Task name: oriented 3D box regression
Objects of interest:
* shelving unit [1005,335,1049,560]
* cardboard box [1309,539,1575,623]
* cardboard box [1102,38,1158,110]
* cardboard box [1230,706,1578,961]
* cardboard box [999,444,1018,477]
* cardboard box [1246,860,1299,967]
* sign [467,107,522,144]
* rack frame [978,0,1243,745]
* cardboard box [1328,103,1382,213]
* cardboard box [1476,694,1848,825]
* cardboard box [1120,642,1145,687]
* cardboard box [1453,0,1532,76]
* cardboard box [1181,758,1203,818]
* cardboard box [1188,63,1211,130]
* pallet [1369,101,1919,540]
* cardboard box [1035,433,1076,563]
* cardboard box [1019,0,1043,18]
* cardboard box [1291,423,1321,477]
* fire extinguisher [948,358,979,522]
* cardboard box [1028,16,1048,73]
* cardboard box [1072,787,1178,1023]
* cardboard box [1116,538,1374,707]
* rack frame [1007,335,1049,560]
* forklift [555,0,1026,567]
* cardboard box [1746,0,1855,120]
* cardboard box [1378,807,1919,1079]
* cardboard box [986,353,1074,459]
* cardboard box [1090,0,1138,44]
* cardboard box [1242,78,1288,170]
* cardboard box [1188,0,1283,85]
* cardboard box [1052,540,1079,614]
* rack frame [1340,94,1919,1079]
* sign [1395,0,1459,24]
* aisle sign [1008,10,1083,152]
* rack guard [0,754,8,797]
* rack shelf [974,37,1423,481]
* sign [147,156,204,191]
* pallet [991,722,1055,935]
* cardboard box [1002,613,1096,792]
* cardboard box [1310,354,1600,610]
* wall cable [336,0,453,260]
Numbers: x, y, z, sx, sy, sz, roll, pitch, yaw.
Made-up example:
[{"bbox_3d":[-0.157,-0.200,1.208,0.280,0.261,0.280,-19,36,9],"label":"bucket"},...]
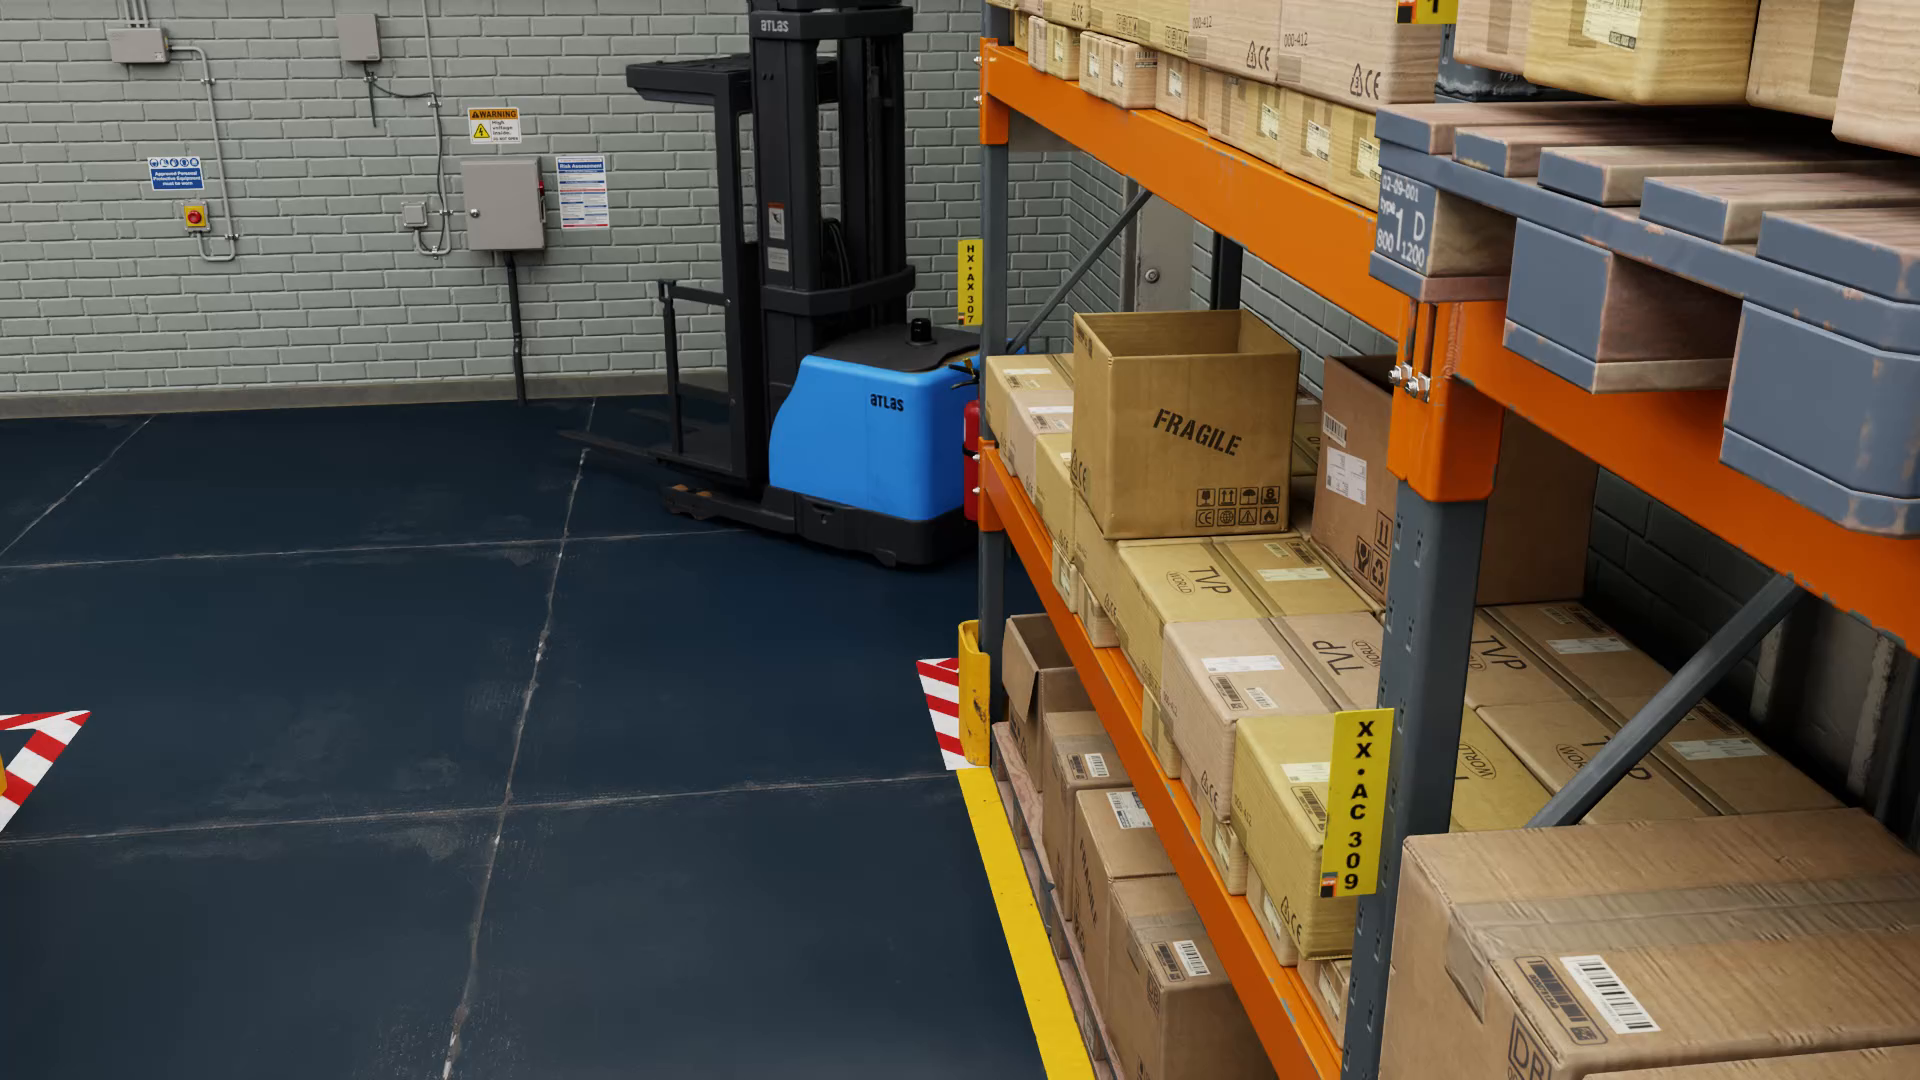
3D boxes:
[{"bbox_3d":[0.312,-0.505,8.853,0.258,1.200,0.189,-12,24,-29],"label":"shelving unit"},{"bbox_3d":[1.200,0.181,4.233,0.500,0.250,0.500,-2,21,-7],"label":"cardboard box"},{"bbox_3d":[0.560,-1.141,4.056,0.380,0.149,0.250,-2,21,-7],"label":"cardboard box"},{"bbox_3d":[0.841,0.554,3.234,0.500,0.250,0.500,-2,21,-6],"label":"cardboard box"},{"bbox_3d":[0.355,-0.352,6.231,0.380,0.149,0.250,-3,21,-8],"label":"cardboard box"},{"bbox_3d":[0.801,0.719,3.364,0.380,0.149,0.250,-2,21,-6],"label":"cardboard box"},{"bbox_3d":[-3.153,-2.808,11.267,0.339,0.242,0.001,-3,21,-8],"label":"sign"},{"bbox_3d":[0.579,-0.597,6.528,1.000,3.000,0.127,-3,21,-8],"label":"rack frame"},{"bbox_3d":[0.811,-0.610,2.633,0.380,0.149,0.250,-3,21,-8],"label":"cardboard box"},{"bbox_3d":[1.351,0.533,3.290,0.500,0.250,0.500,-3,21,-8],"label":"cardboard box"},{"bbox_3d":[0.655,0.272,4.559,0.380,0.149,0.250,-3,21,-8],"label":"cardboard box"},{"bbox_3d":[0.805,-0.620,1.918,0.380,0.149,0.250,-3,21,-7],"label":"cardboard box"},{"bbox_3d":[0.728,0.538,3.849,0.380,0.149,0.250,-2,21,-6],"label":"cardboard box"},{"bbox_3d":[0.709,-0.967,3.591,0.380,0.149,0.250,-2,21,-6],"label":"cardboard box"},{"bbox_3d":[1.180,-0.300,1.714,1.213,0.211,1.003,-3,21,-8],"label":"pallet"},{"bbox_3d":[0.527,-0.146,5.109,0.500,0.250,0.500,-3,21,-9],"label":"cardboard box"},{"bbox_3d":[0.466,-1.729,5.061,0.500,0.250,0.500,-3,21,-7],"label":"cardboard box"},{"bbox_3d":[1.048,-0.170,5.174,0.500,0.250,0.500,-2,21,-6],"label":"cardboard box"},{"bbox_3d":[0.100,-0.414,6.681,0.296,0.674,0.183,-3,21,-8],"label":"fire extinguisher"},{"bbox_3d":[0.413,-1.492,4.996,0.380,0.149,0.250,-2,21,-7],"label":"cardboard box"},{"bbox_3d":[0.635,1.079,5.011,0.500,0.500,0.500,-3,21,-7],"label":"cardboard box"},{"bbox_3d":[0.695,0.208,4.160,0.500,0.250,0.500,-3,21,-8],"label":"cardboard box"},{"bbox_3d":[0.359,-0.477,8.780,0.240,1.200,0.006,-12,24,-29],"label":"rack frame"},{"bbox_3d":[-1.111,-1.619,9.362,3.031,2.935,1.130,14,25,33],"label":"forklift"},{"bbox_3d":[0.941,-0.446,1.452,0.380,0.149,0.250,-3,21,-7],"label":"cardboard box"},{"bbox_3d":[1.004,0.723,2.251,0.700,0.500,0.500,-2,21,-6],"label":"cardboard box"},{"bbox_3d":[0.378,-0.496,6.046,0.500,0.250,0.500,-3,21,-7],"label":"cardboard box"},{"bbox_3d":[0.625,-1.374,4.109,0.500,0.250,0.500,-3,21,-9],"label":"cardboard box"},{"bbox_3d":[0.749,-0.788,3.110,0.380,0.149,0.250,-2,21,-6],"label":"cardboard box"},{"bbox_3d":[0.753,-1.021,3.164,0.500,0.250,0.500,-4,21,-10],"label":"cardboard box"},{"bbox_3d":[0.491,0.097,5.030,0.380,0.149,0.250,-4,21,-9],"label":"cardboard box"},{"bbox_3d":[1.155,0.788,2.820,1.000,3.000,0.127,-3,21,-8],"label":"rack frame"},{"bbox_3d":[0.620,-0.830,2.125,0.100,0.325,0.005,-3,21,-8],"label":"sign"},{"bbox_3d":[0.278,-1.824,6.097,0.394,0.787,0.004,-3,21,-8],"label":"aisle sign"},{"bbox_3d":[-4.336,0.817,6.314,1.175,0.500,0.348,-3,21,-8],"label":"rack guard"},{"bbox_3d":[0.867,-0.973,4.275,1.077,0.370,4.000,-3,21,-8],"label":"rack shelf"},{"bbox_3d":[-5.225,-2.442,11.082,0.327,0.218,0.001,-3,21,-8],"label":"sign"},{"bbox_3d":[0.706,1.011,6.207,1.003,0.211,1.213,-3,21,-8],"label":"pallet"},{"bbox_3d":[0.573,0.592,6.312,0.797,0.503,0.637,-4,21,-10],"label":"cardboard box"},{"bbox_3d":[1.204,-0.162,4.080,0.500,0.500,0.500,-3,21,-9],"label":"cardboard box"},{"bbox_3d":[-3.767,-2.848,11.103,0.588,1.984,0.122,-3,21,-8],"label":"wall cable"}]
